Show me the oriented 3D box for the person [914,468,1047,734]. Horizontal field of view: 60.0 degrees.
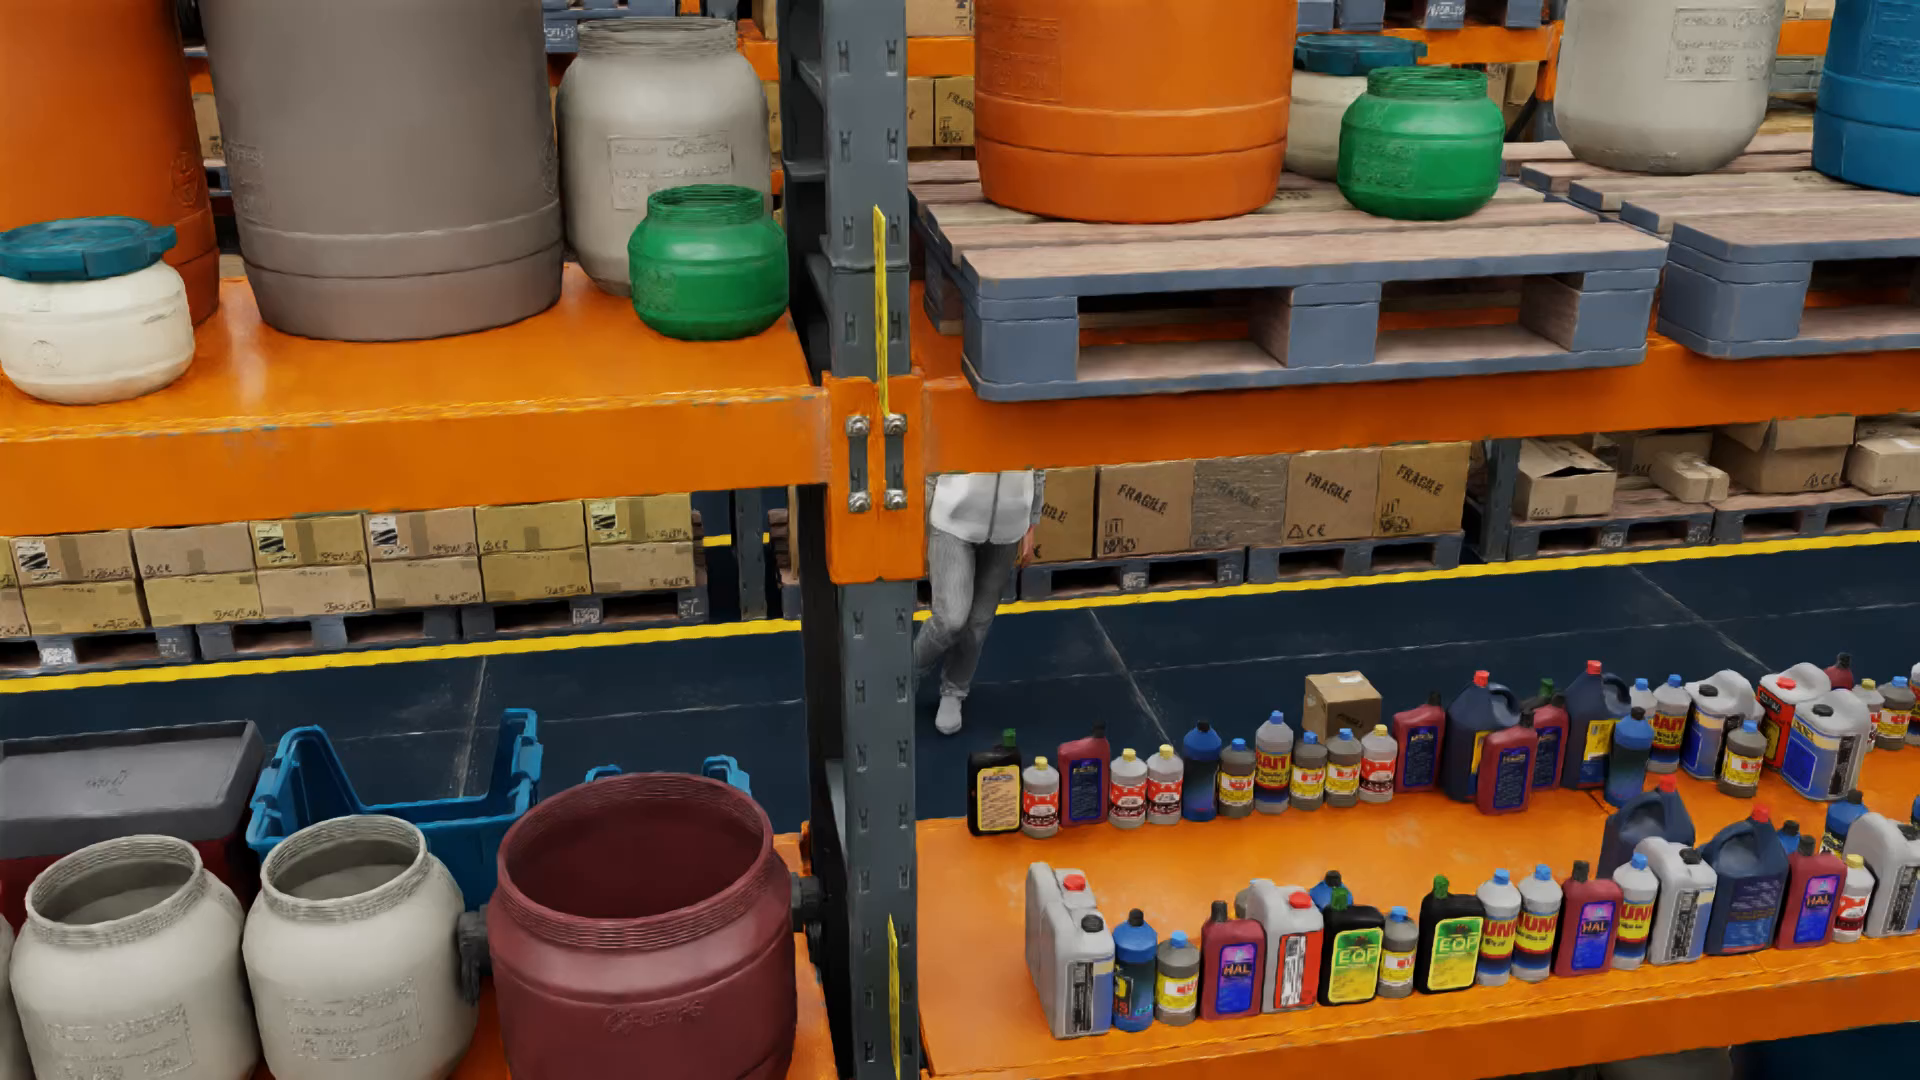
[{"bbox_3d":[0.048,-0.016,7.085,0.729,1.765,0.456,-7,24,-15],"label":"person"}]
